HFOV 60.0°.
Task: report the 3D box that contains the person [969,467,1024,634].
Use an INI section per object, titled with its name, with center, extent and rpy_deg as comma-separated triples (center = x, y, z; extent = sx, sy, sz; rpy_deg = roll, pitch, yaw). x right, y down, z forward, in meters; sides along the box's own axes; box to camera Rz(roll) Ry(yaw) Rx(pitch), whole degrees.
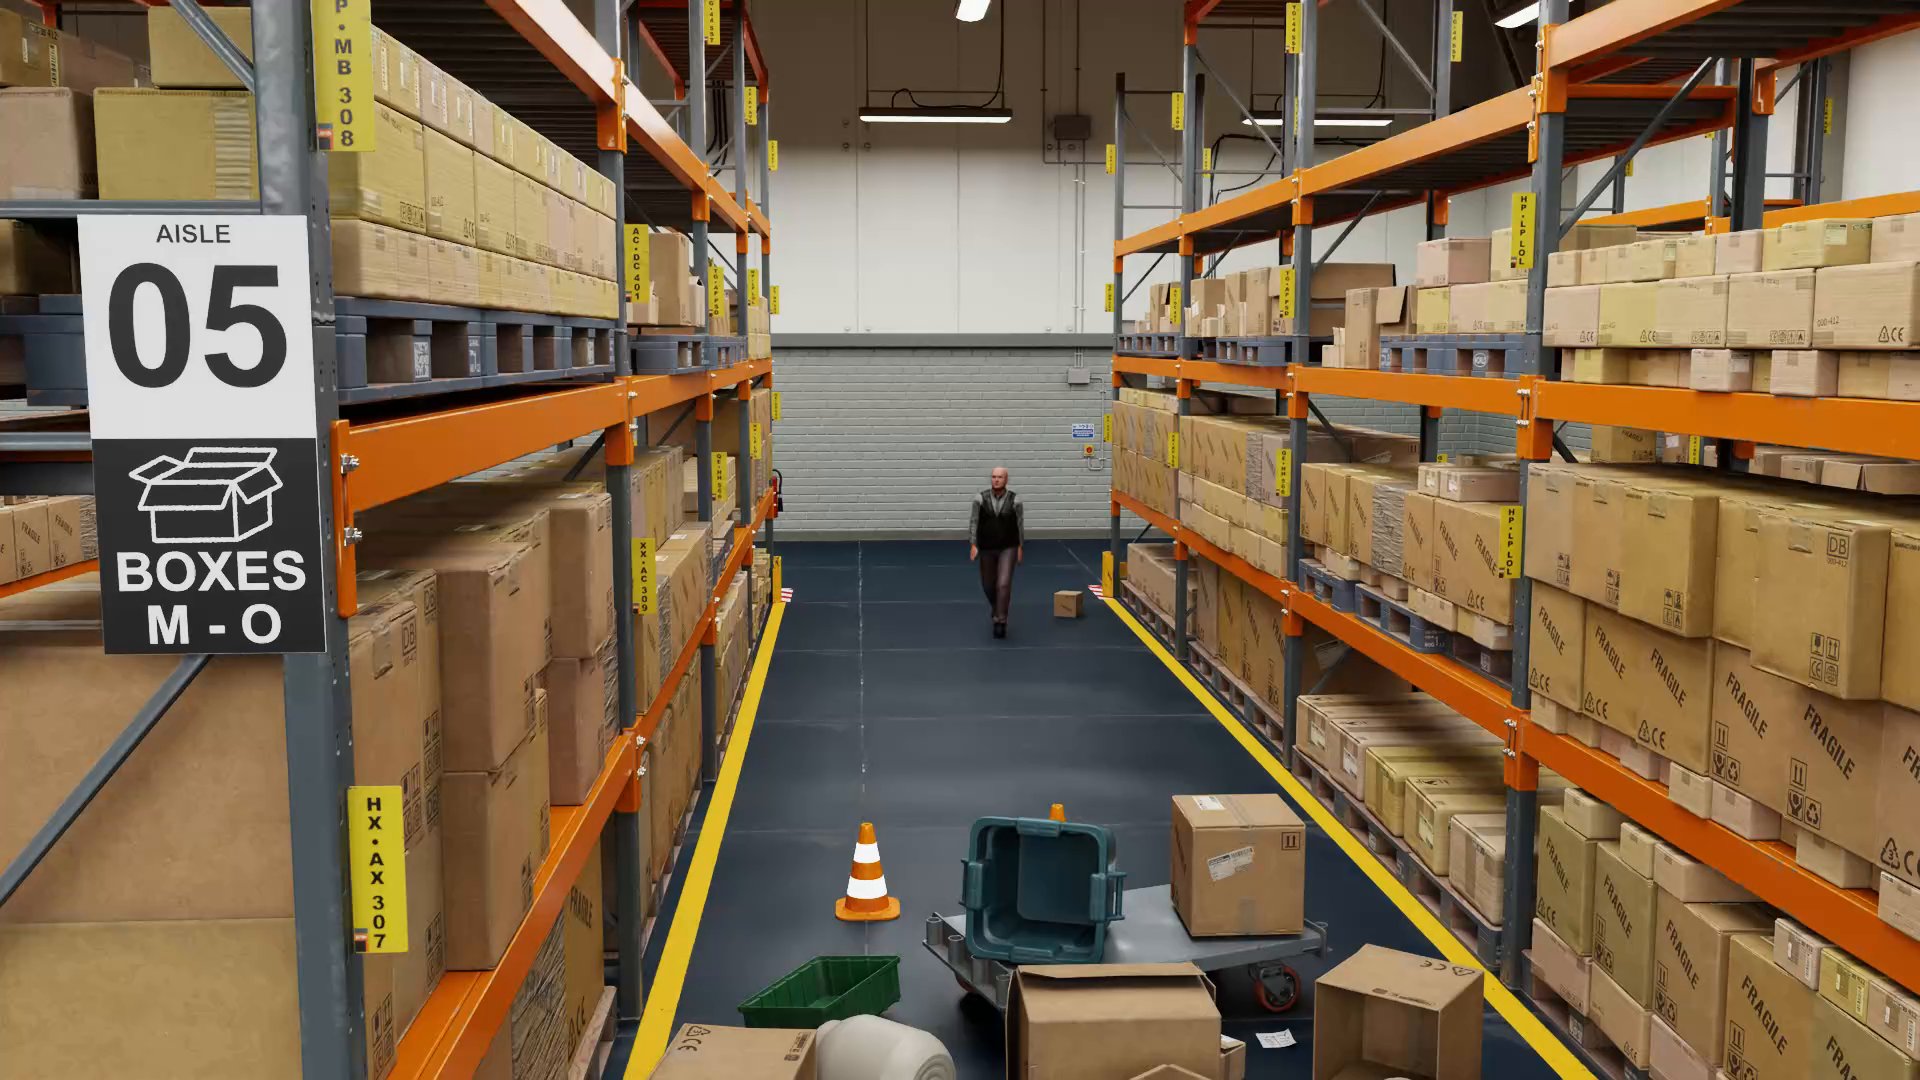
[person]
center = 0.379, 0.088, 17.122
extent = 0.552, 1.690, 0.951
rpy_deg = 1, 7, 9
